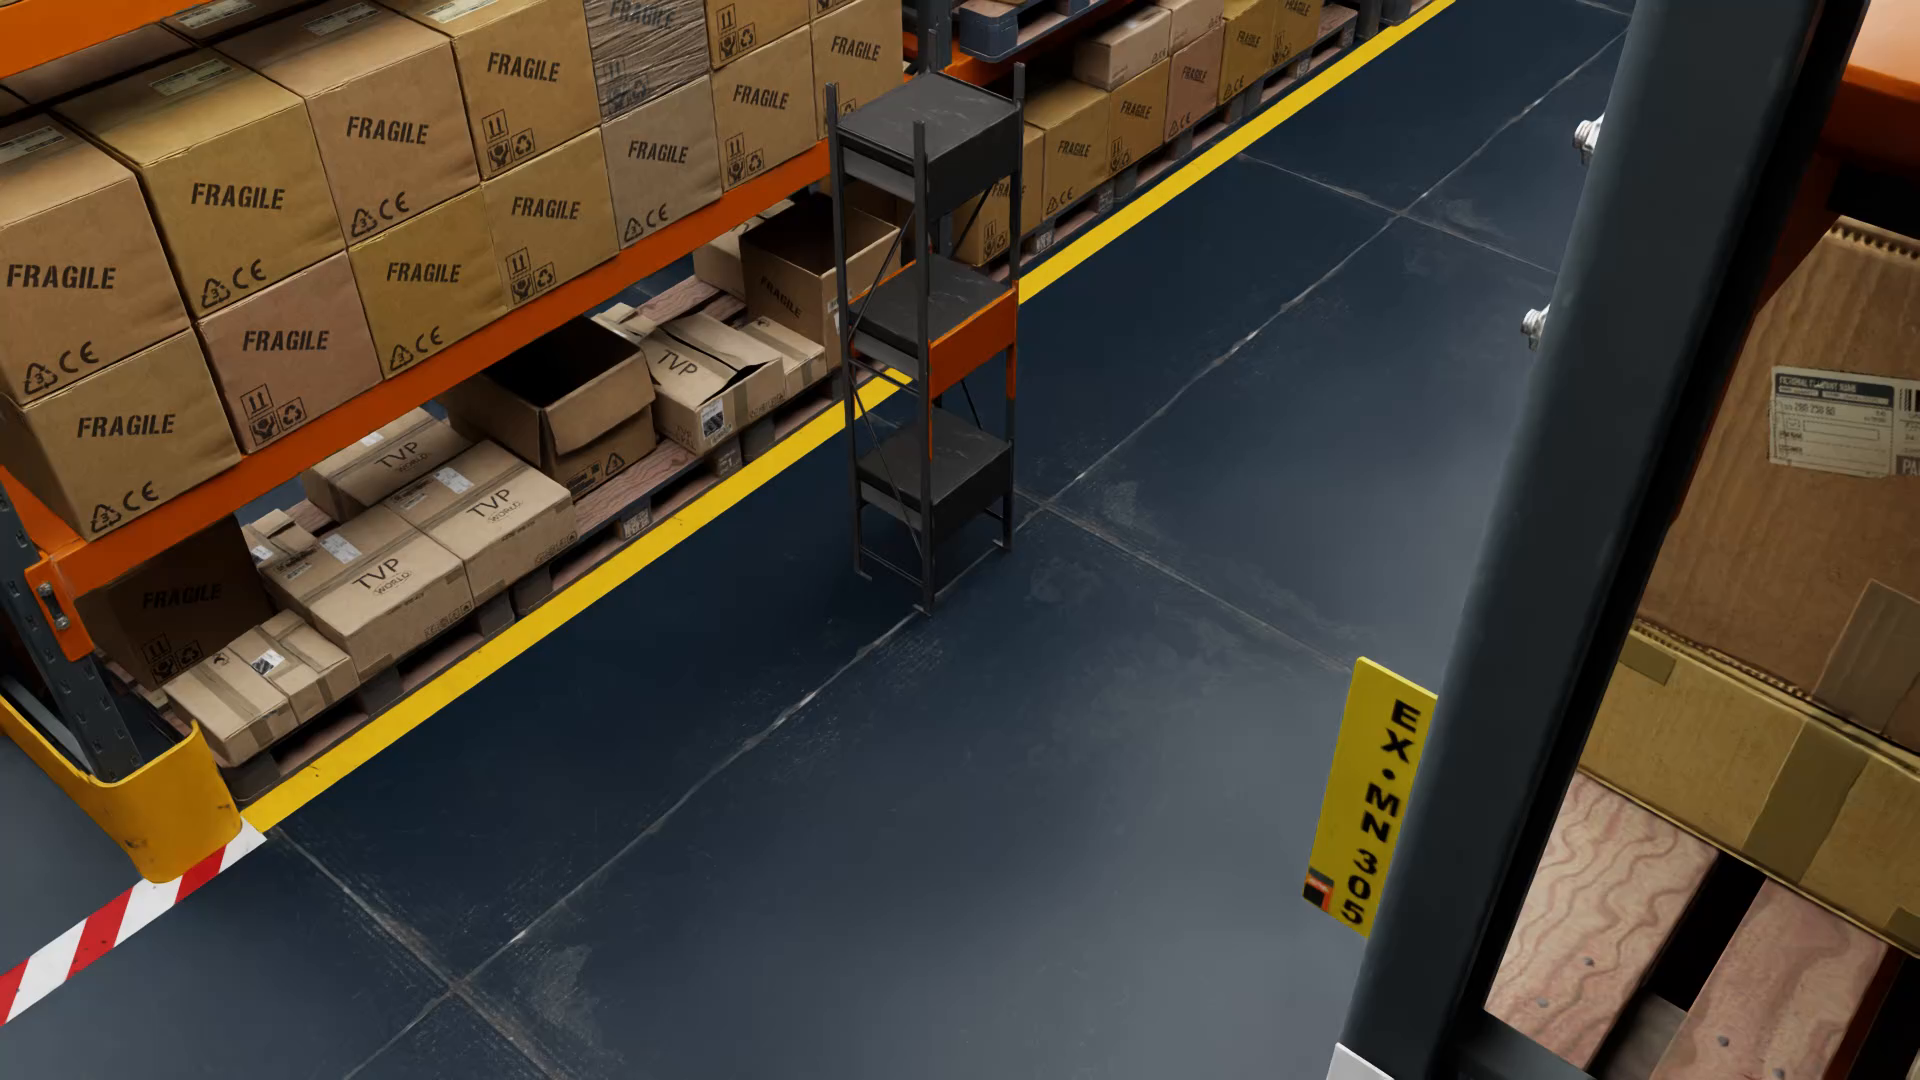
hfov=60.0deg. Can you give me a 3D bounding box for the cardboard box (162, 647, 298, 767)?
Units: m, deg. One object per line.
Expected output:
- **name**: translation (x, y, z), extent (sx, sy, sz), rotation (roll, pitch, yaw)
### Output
- **cardboard box**: translation (-2.494, 0.569, 5.687), extent (0.380, 0.149, 0.250), rotation (29, 50, 28)

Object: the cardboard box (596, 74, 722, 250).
- **cardboard box**: translation (-1.237, -1.453, 6.044), extent (0.500, 0.500, 0.500), rotation (31, 50, 29)

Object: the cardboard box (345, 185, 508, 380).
- **cardboard box**: translation (-1.886, -0.933, 5.472), extent (0.500, 0.500, 0.500), rotation (29, 50, 28)

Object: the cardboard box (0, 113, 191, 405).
- **cardboard box**: translation (-2.539, -0.778, 4.558), extent (0.500, 0.500, 0.500), rotation (31, 51, 30)

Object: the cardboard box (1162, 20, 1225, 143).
- **cardboard box**: translation (1.033, -2.491, 8.791), extent (0.500, 0.500, 0.500), rotation (28, 49, 27)

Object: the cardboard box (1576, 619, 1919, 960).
- **cardboard box**: translation (1.035, 0.148, 1.853), extent (0.500, 0.250, 0.500), rotation (31, 51, 30)

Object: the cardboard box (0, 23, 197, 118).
- **cardboard box**: translation (-2.626, -1.272, 5.102), extent (0.500, 0.500, 0.500), rotation (31, 51, 29)

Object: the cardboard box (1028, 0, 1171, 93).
- **cardboard box**: translation (0.689, -2.490, 8.233), extent (0.500, 0.250, 0.500), rotation (30, 50, 29)

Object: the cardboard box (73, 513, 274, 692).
- **cardboard box**: translation (-2.865, 0.119, 5.921), extent (0.500, 0.500, 0.500), rotation (29, 50, 28)

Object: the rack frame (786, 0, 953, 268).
- **rack frame**: translation (-0.453, -2.316, 7.068), extent (1.000, 3.000, 0.127), rotation (29, 50, 28)

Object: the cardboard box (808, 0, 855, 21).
- **cardboard box**: translation (-0.580, -2.351, 6.288), extent (0.500, 0.500, 0.500), rotation (30, 50, 29)

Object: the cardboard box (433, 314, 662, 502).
- **cardboard box**: translation (-1.658, -0.586, 6.693), extent (0.797, 0.503, 0.637), rotation (29, 50, 28)

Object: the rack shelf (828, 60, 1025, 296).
- **rack shelf**: translation (-0.107, -1.199, 5.488), extent (0.431, 0.518, 0.480), rotation (29, 50, 28)

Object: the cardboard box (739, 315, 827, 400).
- **cardboard box**: translation (-0.798, -0.789, 7.180), extent (0.380, 0.149, 0.250), rotation (29, 50, 28)

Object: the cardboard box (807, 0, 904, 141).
- **cardboard box**: translation (-0.578, -1.985, 6.629), extent (0.500, 0.500, 0.500), rotation (30, 50, 29)

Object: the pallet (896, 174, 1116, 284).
- **pallet**: translation (0.042, -1.720, 8.484), extent (1.003, 0.211, 1.213), rotation (29, 50, 28)

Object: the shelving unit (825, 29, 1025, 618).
- **shelving unit**: translation (-0.107, -0.692, 5.950), extent (0.431, 2.100, 0.503), rotation (29, 50, 28)

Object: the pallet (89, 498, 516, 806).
- **pallet**: translation (-2.466, 0.325, 6.236), extent (1.003, 0.211, 1.213), rotation (29, 50, 28)

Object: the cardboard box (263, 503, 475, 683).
- **cardboard box**: translation (-2.138, 0.183, 6.036), extent (0.500, 0.250, 0.500), rotation (29, 50, 28)

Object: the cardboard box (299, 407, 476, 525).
- **cardboard box**: translation (-2.231, -0.265, 6.528), extent (0.500, 0.250, 0.500), rotation (29, 50, 28)

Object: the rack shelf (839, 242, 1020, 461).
- **rack shelf**: translation (-0.107, -0.682, 5.959), extent (0.431, 0.518, 0.480), rotation (29, 50, 28)

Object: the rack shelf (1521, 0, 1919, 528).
- **rack shelf**: translation (2.054, -0.949, 1.937), extent (1.077, 0.370, 4.000), rotation (29, 50, 28)

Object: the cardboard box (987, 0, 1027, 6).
- **cardboard box**: translation (0.024, -2.656, 7.055), extent (0.700, 0.500, 0.500), rotation (14, 44, 15)

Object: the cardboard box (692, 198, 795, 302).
- **cardboard box**: translation (-0.888, -1.362, 7.690), extent (0.500, 0.311, 0.500), rotation (29, 50, 28)

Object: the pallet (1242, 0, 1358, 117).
- **pallet**: translation (1.612, -2.976, 9.866), extent (1.003, 0.211, 1.213), rotation (29, 50, 28)

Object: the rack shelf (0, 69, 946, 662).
- **rack shelf**: translation (-1.740, -1.020, 6.177), extent (1.077, 0.370, 4.000), rotation (29, 50, 28)

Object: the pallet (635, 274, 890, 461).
- **pallet**: translation (-0.895, -0.931, 7.617), extent (1.003, 0.211, 1.213), rotation (29, 50, 28)

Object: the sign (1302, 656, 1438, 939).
- **sign**: translation (0.361, 0.236, 1.432), extent (0.100, 0.325, 0.005), rotation (29, 50, 28)

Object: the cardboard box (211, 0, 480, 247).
- **cardboard box**: translation (-1.883, -1.306, 5.139), extent (0.500, 0.500, 0.500), rotation (30, 50, 29)

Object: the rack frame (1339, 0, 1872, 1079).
- **rack frame**: translation (0.767, -0.333, 0.428), extent (1.000, 3.000, 0.127), rotation (29, 50, 28)

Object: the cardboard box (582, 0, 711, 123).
- **cardboard box**: translation (-1.232, -1.826, 5.711), extent (0.500, 0.500, 0.500), rotation (30, 50, 29)

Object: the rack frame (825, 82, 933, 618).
- **rack frame**: translation (-0.264, -0.566, 5.812), extent (0.400, 2.100, 0.015), rotation (29, 50, 28)

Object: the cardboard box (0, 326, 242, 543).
- **cardboard box**: translation (-2.539, -0.408, 4.895), extent (0.500, 0.500, 0.500), rotation (31, 50, 29)

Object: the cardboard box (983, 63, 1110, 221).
- **cardboard box**: translation (0.380, -1.977, 8.226), extent (0.500, 0.500, 0.500), rotation (30, 50, 29)

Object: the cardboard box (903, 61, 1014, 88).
- **cardboard box**: translation (-0.030, -2.183, 8.453), extent (0.500, 0.500, 0.500), rotation (30, 50, 29)

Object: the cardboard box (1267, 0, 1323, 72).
- **cardboard box**: translation (1.699, -3.031, 9.384), extent (0.500, 0.500, 0.500), rotation (32, 51, 30)
